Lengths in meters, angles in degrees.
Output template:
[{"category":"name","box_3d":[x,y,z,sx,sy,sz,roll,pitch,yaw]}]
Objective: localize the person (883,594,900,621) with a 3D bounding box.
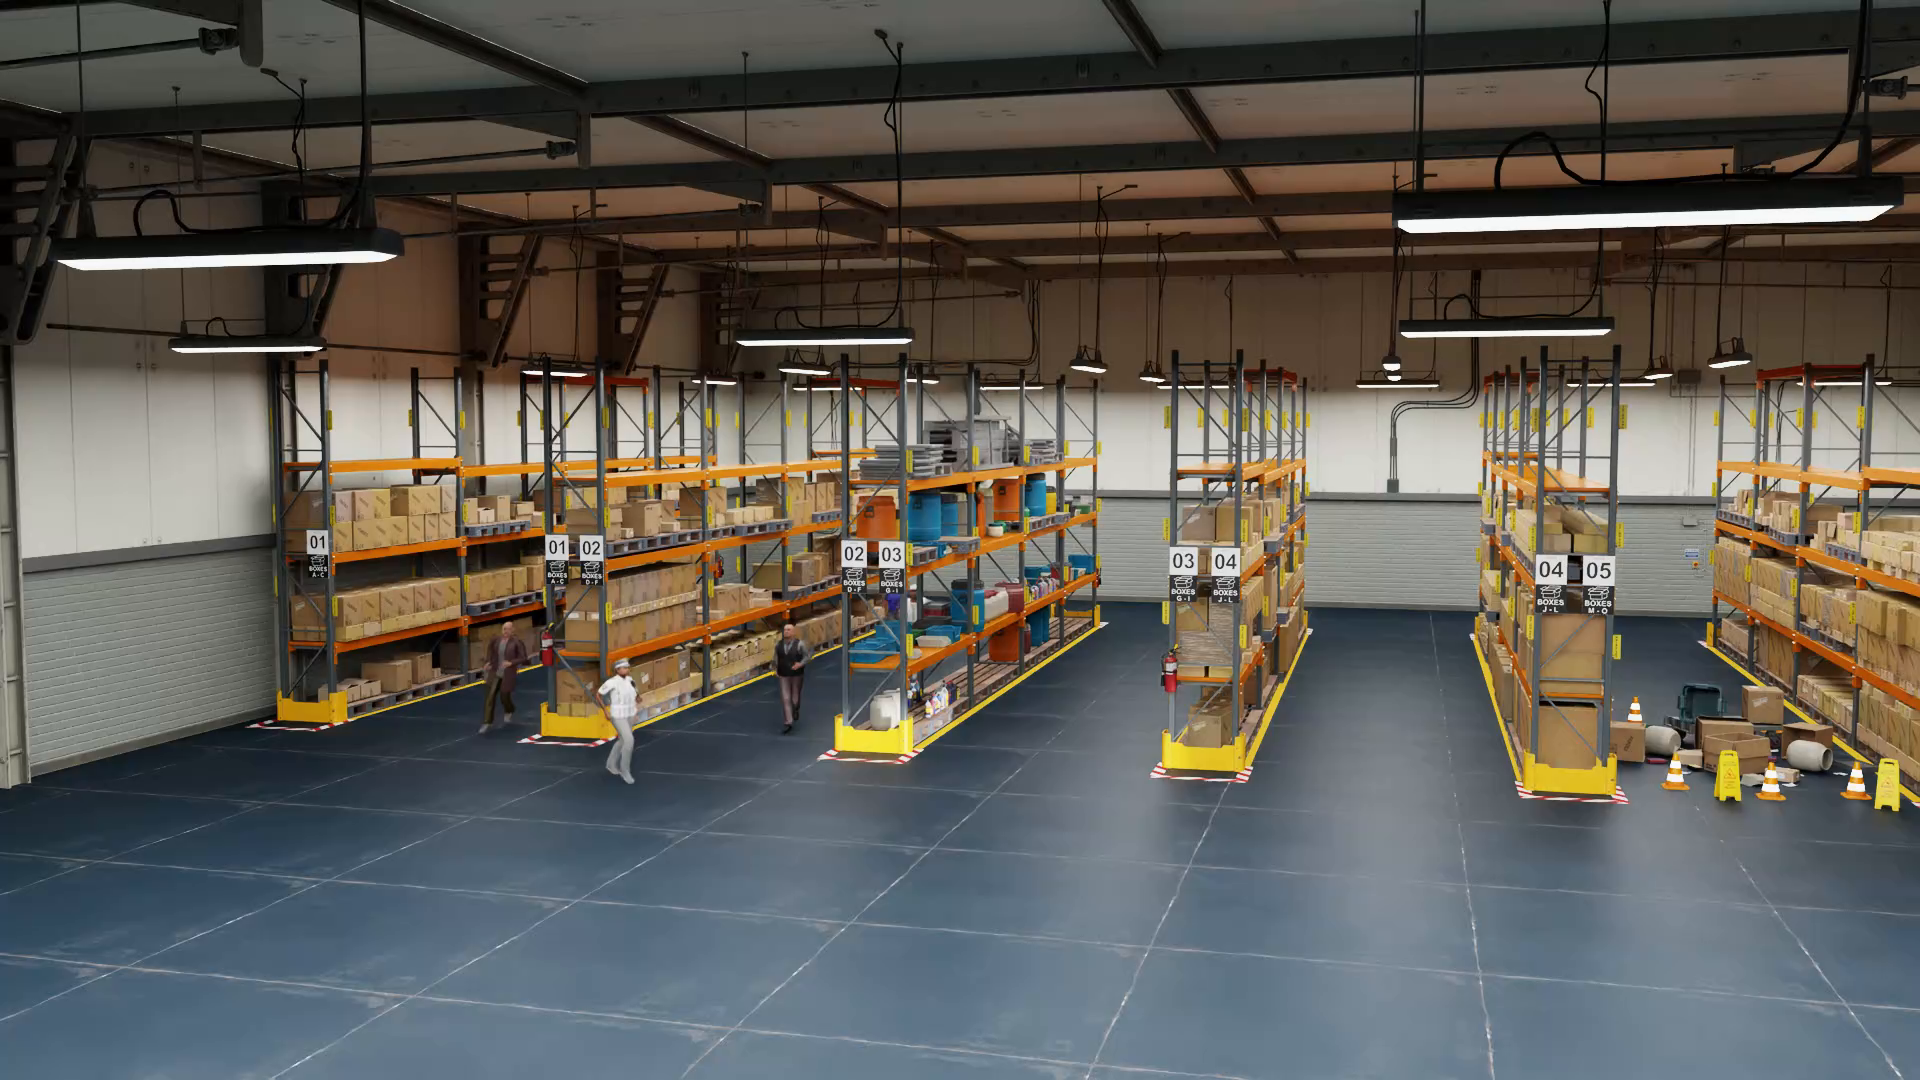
[{"category":"person","box_3d":[-1.378,1.631,35.583,0.585,1.650,0.727,1,4,12]}]

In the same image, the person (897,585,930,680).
[{"category":"person","box_3d":[-0.887,1.773,32.461,0.686,1.819,0.924,1,4,13]}]

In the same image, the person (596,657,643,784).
[{"category":"person","box_3d":[-4.690,2.501,23.118,0.738,1.758,0.543,2,5,30]}]

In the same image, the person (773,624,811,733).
[{"category":"person","box_3d":[-2.731,2.222,26.945,0.656,1.722,0.800,0,4,6]}]

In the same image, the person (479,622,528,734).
[{"category":"person","box_3d":[-7.349,2.191,26.922,0.740,1.760,1.020,0,4,7]}]
